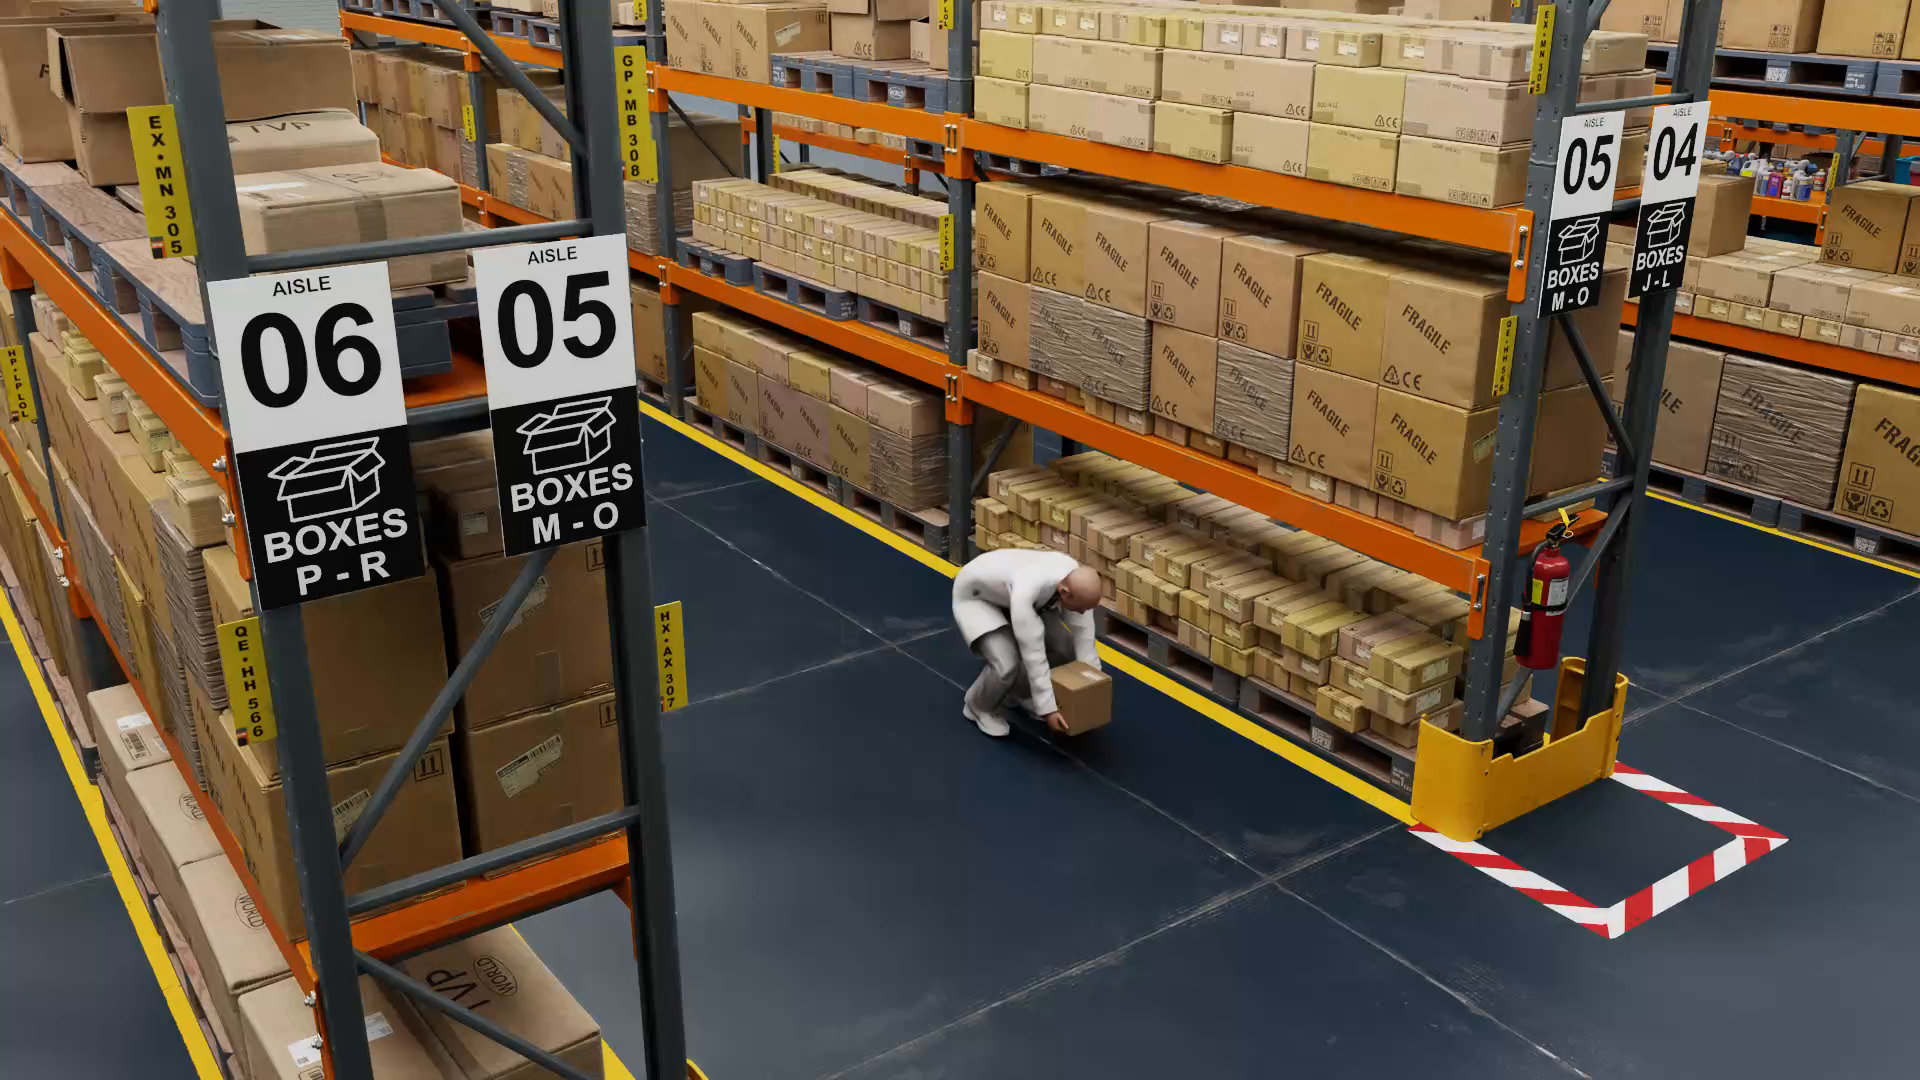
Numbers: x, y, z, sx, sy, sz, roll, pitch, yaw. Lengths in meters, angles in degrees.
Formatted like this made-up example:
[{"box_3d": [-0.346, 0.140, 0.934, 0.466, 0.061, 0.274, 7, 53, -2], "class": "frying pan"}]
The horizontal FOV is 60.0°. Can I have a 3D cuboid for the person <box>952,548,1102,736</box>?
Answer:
[{"box_3d": [0.349, 0.510, 8.359, 0.594, 1.003, 0.952, -16, 26, -36], "class": "person"}]
